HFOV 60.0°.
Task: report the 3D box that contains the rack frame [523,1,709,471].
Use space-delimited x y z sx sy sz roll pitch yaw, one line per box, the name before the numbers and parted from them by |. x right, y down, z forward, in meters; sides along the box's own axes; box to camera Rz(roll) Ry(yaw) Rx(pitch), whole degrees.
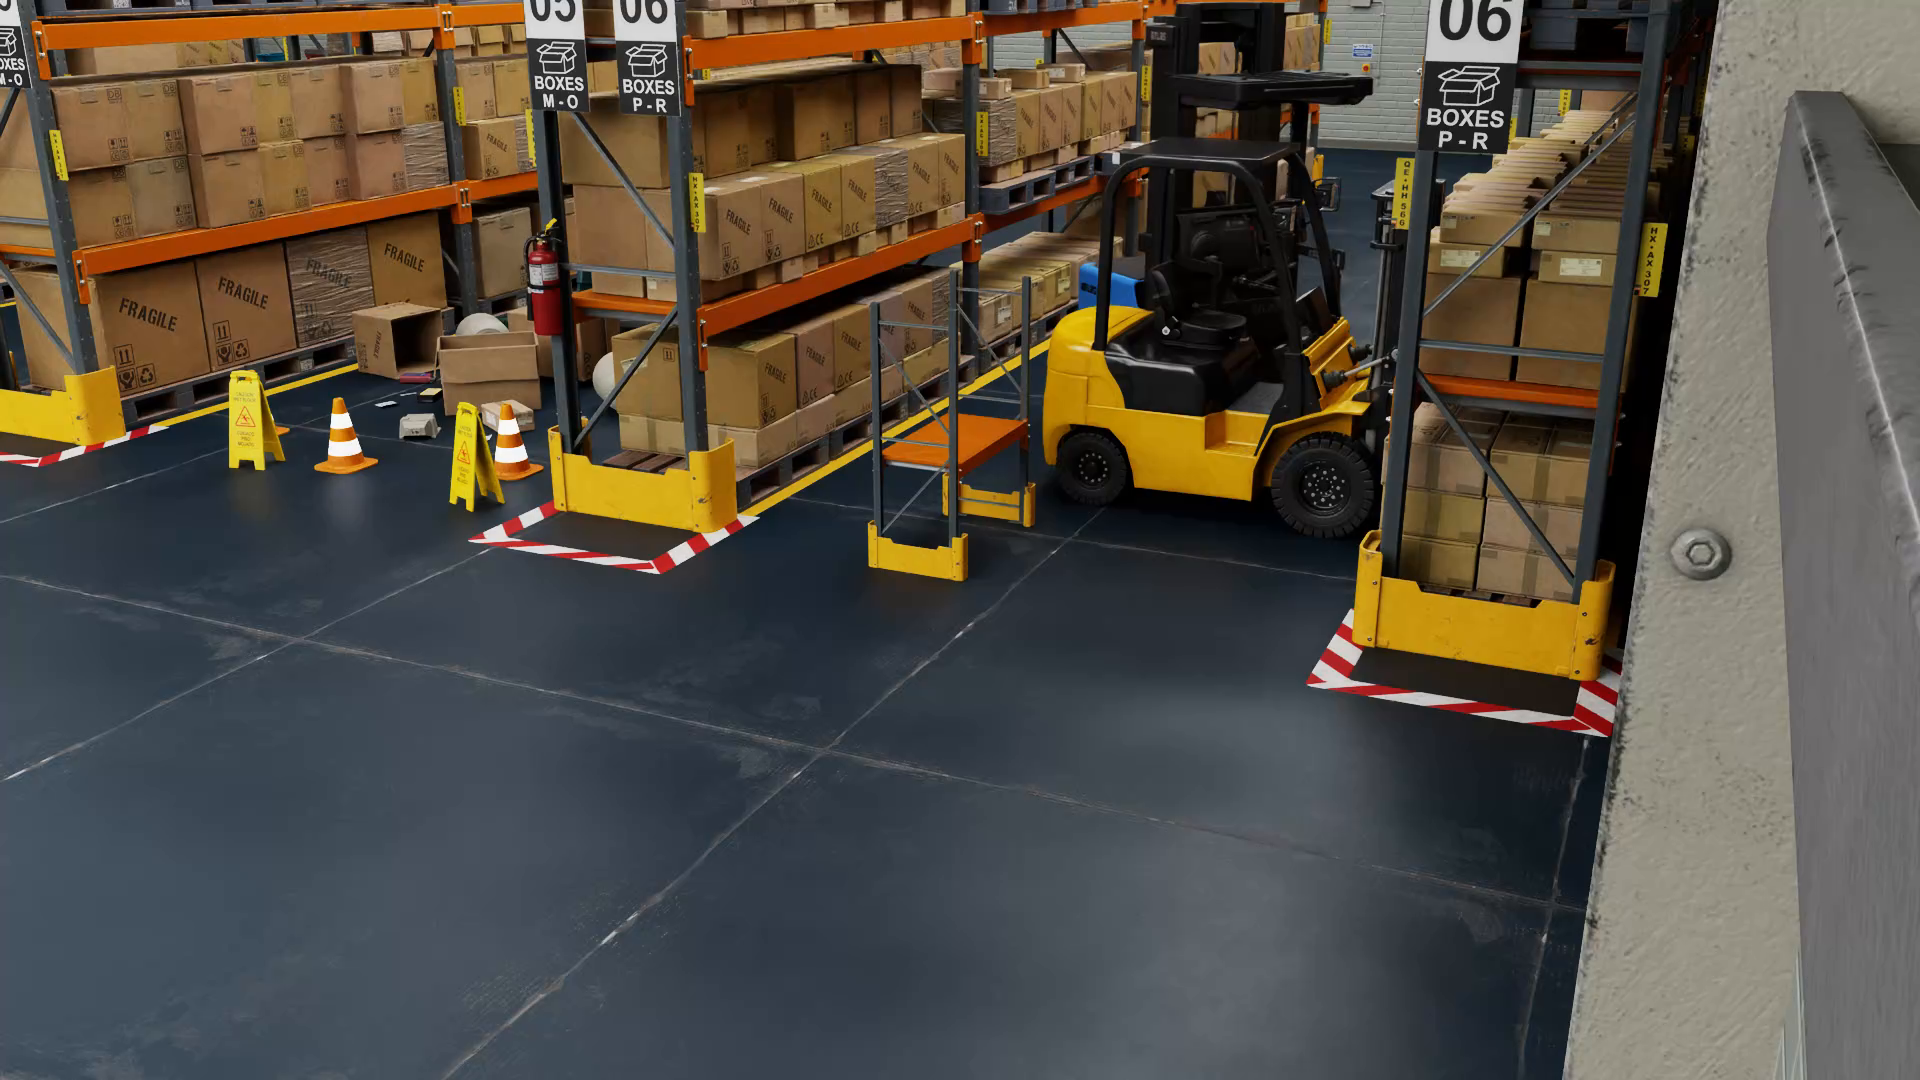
rack frame | -1.969 -1.556 9.667 1.000 3.000 0.127 9 21 23

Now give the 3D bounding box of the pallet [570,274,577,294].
pallet | -4.143 -2.734 17.141 1.003 0.211 1.213 9 21 23

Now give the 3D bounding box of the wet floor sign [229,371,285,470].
wet floor sign | -4.732 -0.815 11.096 0.267 0.644 0.232 5 20 13

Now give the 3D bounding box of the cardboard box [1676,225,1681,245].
cardboard box | 6.468 -2.842 15.418 0.380 0.149 0.250 9 22 24

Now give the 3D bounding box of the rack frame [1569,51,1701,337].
rack frame | 5.837 -3.322 14.632 1.000 3.000 0.127 9 21 23

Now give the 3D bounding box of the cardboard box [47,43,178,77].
cardboard box | -8.919 -4.843 17.387 1.000 1.000 1.000 9 21 23

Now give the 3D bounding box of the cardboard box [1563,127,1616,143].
cardboard box | 4.900 -3.129 12.972 0.380 0.149 0.250 9 21 23

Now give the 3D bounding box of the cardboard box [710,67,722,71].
cardboard box | -3.046 -5.534 19.713 0.380 0.149 0.250 9 21 23

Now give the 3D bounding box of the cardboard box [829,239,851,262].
cardboard box | -0.959 -1.983 11.242 0.380 0.149 0.250 8 21 21

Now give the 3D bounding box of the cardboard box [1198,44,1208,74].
cardboard box | 2.362 -5.100 17.990 0.500 0.500 0.500 9 21 24

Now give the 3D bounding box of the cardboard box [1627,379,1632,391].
cardboard box | 3.980 -1.138 10.478 0.500 0.250 0.500 8 21 22

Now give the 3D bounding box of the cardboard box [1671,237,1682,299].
cardboard box | 6.484 -2.579 15.649 0.500 0.500 0.500 9 21 23

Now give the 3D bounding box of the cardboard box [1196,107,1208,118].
cardboard box | 2.387 -4.749 18.124 0.500 0.250 0.500 9 21 24

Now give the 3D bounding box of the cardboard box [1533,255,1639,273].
cardboard box | 3.210 -1.199 8.514 0.500 0.500 0.500 9 22 24

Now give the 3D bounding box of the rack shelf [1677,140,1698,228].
rack shelf | 6.656 -3.594 16.472 1.077 0.370 4.000 9 21 23

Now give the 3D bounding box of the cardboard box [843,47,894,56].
cardboard box | -1.206 -6.636 21.865 0.500 0.500 0.500 9 22 24

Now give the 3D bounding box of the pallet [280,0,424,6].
pallet | -5.233 -4.550 13.742 1.003 0.211 1.213 9 21 23

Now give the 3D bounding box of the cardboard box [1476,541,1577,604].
cardboard box | 2.940 0.098 8.492 0.500 0.250 0.500 9 21 23

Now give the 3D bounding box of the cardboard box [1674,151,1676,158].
cardboard box | 5.278 -2.849 12.781 0.500 0.250 0.500 8 21 22

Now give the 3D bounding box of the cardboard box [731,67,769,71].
cardboard box | -2.454 -5.445 19.463 0.380 0.149 0.250 10 22 25

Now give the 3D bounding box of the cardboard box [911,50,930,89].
cardboard box | -0.745 -6.478 22.914 0.500 0.500 0.500 8 21 22

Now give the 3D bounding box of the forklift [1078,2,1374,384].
forklift | 1.989 -2.060 11.187 1.130 2.935 3.031 -10 22 -25

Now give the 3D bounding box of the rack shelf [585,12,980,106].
rack shelf | -1.150 -3.242 11.004 1.077 0.370 4.000 9 21 23

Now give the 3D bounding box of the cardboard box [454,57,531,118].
cardboard box | -4.482 -4.255 15.616 0.700 0.500 0.500 8 21 22

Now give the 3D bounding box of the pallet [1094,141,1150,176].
pallet | 1.112 -3.679 15.922 1.213 0.211 1.003 9 21 23

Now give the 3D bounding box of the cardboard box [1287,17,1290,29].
cardboard box | 4.021 -6.658 21.405 0.380 0.149 0.250 9 22 24

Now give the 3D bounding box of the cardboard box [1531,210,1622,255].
cardboard box | 2.893 -1.442 7.786 0.380 0.149 0.250 8 21 22

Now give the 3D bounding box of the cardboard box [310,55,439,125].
cardboard box | -5.071 -3.898 14.419 0.875 0.550 0.550 9 21 23

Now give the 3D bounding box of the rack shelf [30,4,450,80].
rack shelf | -5.708 -3.890 12.827 1.077 0.370 4.000 9 21 23

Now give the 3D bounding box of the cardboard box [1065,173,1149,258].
cardboard box | 1.665 -3.398 17.391 0.875 0.875 0.875 8 21 22

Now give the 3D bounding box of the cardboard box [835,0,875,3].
cardboard box | -0.889 -3.624 10.785 0.500 0.250 0.500 9 21 24

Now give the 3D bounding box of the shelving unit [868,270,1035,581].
shelving unit | -0.031 -0.683 9.452 0.587 1.500 1.083 9 21 23

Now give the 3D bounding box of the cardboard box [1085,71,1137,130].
cardboard box | 1.374 -4.210 15.909 0.500 0.500 0.500 8 21 21

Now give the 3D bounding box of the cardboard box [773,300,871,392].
cardboard box | -0.954 -1.340 11.418 0.500 0.500 0.500 9 21 24

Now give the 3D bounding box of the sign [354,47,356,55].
sign | -7.235 -5.798 19.985 0.100 0.325 0.005 9 21 23

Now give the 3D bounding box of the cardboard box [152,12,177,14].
cardboard box | -14.050 -9.041 29.073 0.500 0.500 0.500 9 22 24

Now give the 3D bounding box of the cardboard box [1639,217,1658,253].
cardboard box | 3.421 -1.598 8.667 0.380 0.149 0.250 9 21 23

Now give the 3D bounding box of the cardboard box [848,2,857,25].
cardboard box | -0.902 -3.476 10.964 0.380 0.149 0.250 8 21 22

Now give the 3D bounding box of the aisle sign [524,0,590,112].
aisle sign | -2.259 -2.802 9.290 0.394 0.787 0.004 9 21 23

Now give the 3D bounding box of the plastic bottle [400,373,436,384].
plastic bottle | -4.328 -1.297 13.324 0.283 0.061 0.133 1 20 4

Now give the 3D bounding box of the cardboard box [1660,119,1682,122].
cardboard box | 5.721 -3.381 13.682 0.380 0.149 0.250 9 21 23

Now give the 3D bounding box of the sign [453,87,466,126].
sign | -4.382 -3.797 14.557 0.100 0.325 0.005 9 21 23

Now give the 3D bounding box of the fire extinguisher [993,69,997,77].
fire extinguisher | 0.550 -6.897 25.357 0.296 0.674 0.183 9 21 23

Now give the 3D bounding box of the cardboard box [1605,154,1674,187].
cardboard box | 4.061 -2.214 9.956 0.380 0.149 0.250 8 21 22

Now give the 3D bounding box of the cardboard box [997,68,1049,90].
cardboard box | 0.535 -3.911 14.101 0.380 0.149 0.250 10 22 26

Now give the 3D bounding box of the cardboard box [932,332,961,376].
cardboard box | -0.328 -1.464 12.884 0.500 0.250 0.500 10 22 25

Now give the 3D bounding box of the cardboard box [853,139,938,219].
cardboard box | -0.491 -2.638 12.116 0.500 0.500 0.500 9 22 25

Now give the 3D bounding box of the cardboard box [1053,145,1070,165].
cardboard box | 0.742 -3.378 14.540 0.380 0.149 0.250 9 22 25

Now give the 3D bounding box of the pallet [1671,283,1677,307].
pallet | 6.678 -2.602 16.771 1.003 0.211 1.213 9 21 23

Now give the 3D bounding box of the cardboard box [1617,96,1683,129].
cardboard box | 6.190 -3.702 14.927 0.500 0.500 0.500 10 22 25

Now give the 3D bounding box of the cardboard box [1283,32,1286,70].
cardboard box | 3.793 -6.163 20.982 0.500 0.500 0.500 9 21 24

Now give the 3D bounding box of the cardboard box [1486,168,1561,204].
cardboard box | 3.138 -1.977 9.290 0.380 0.149 0.250 9 21 23

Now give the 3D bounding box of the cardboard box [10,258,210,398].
cardboard box | -6.309 -1.617 12.384 0.875 0.875 0.875 9 21 23

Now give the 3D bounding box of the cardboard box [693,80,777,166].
cardboard box | -1.630 -2.724 10.867 0.700 0.500 0.500 8 21 22
